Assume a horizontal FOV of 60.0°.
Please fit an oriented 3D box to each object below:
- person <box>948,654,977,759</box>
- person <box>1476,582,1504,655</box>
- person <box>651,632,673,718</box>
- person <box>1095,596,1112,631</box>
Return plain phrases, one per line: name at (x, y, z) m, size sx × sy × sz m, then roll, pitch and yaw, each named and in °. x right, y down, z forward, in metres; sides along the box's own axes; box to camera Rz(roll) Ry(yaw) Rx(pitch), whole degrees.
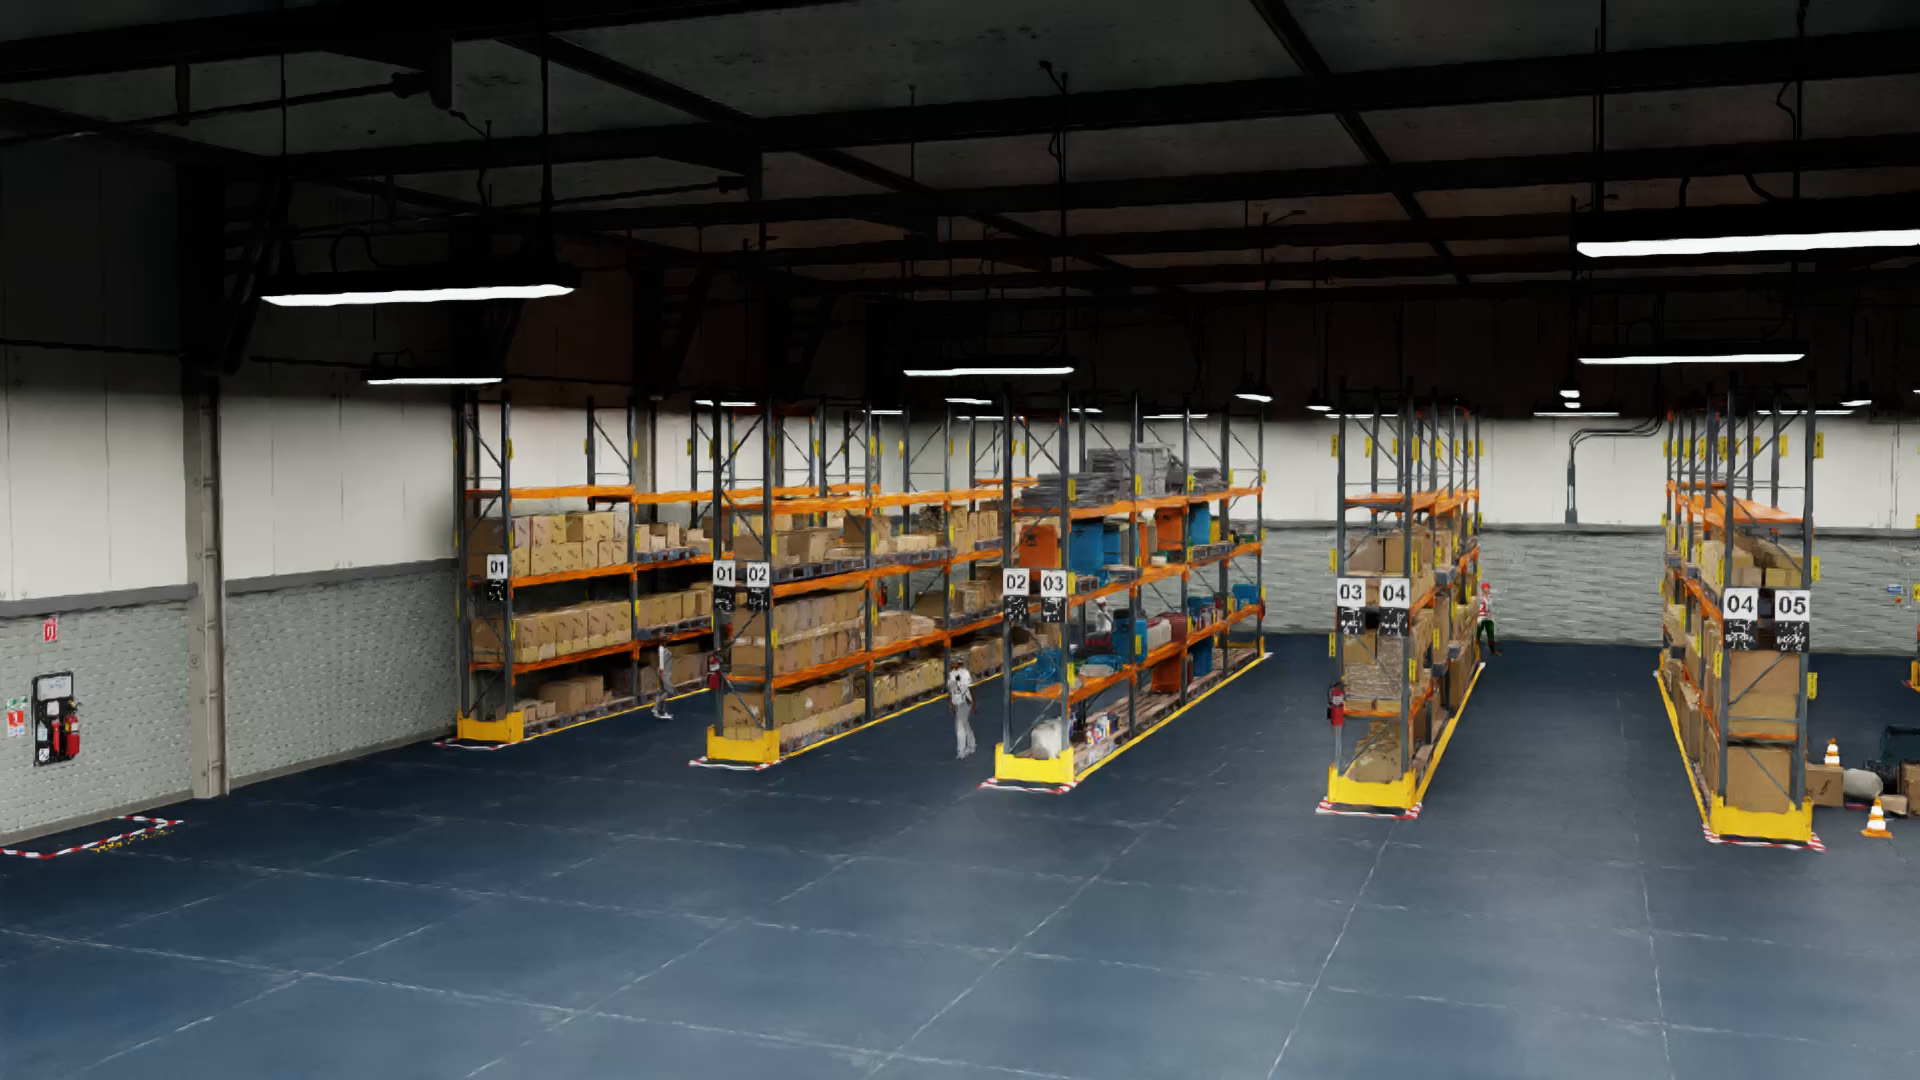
person at (0.050, 2.691, 27.110) m, size 0.528 × 1.712 × 0.468 m, roll -2°, pitch 4°, yaw -35°
person at (12.685, 1.891, 40.108) m, size 0.722 × 1.776 × 0.567 m, roll -2°, pitch 4°, yaw -30°
person at (-5.505, 2.511, 30.751) m, size 0.407 × 1.594 × 0.458 m, roll 0°, pitch 3°, yaw -7°
person at (3.139, 2.096, 36.689) m, size 0.446 × 1.770 × 0.569 m, roll 0°, pitch 3°, yaw -6°
